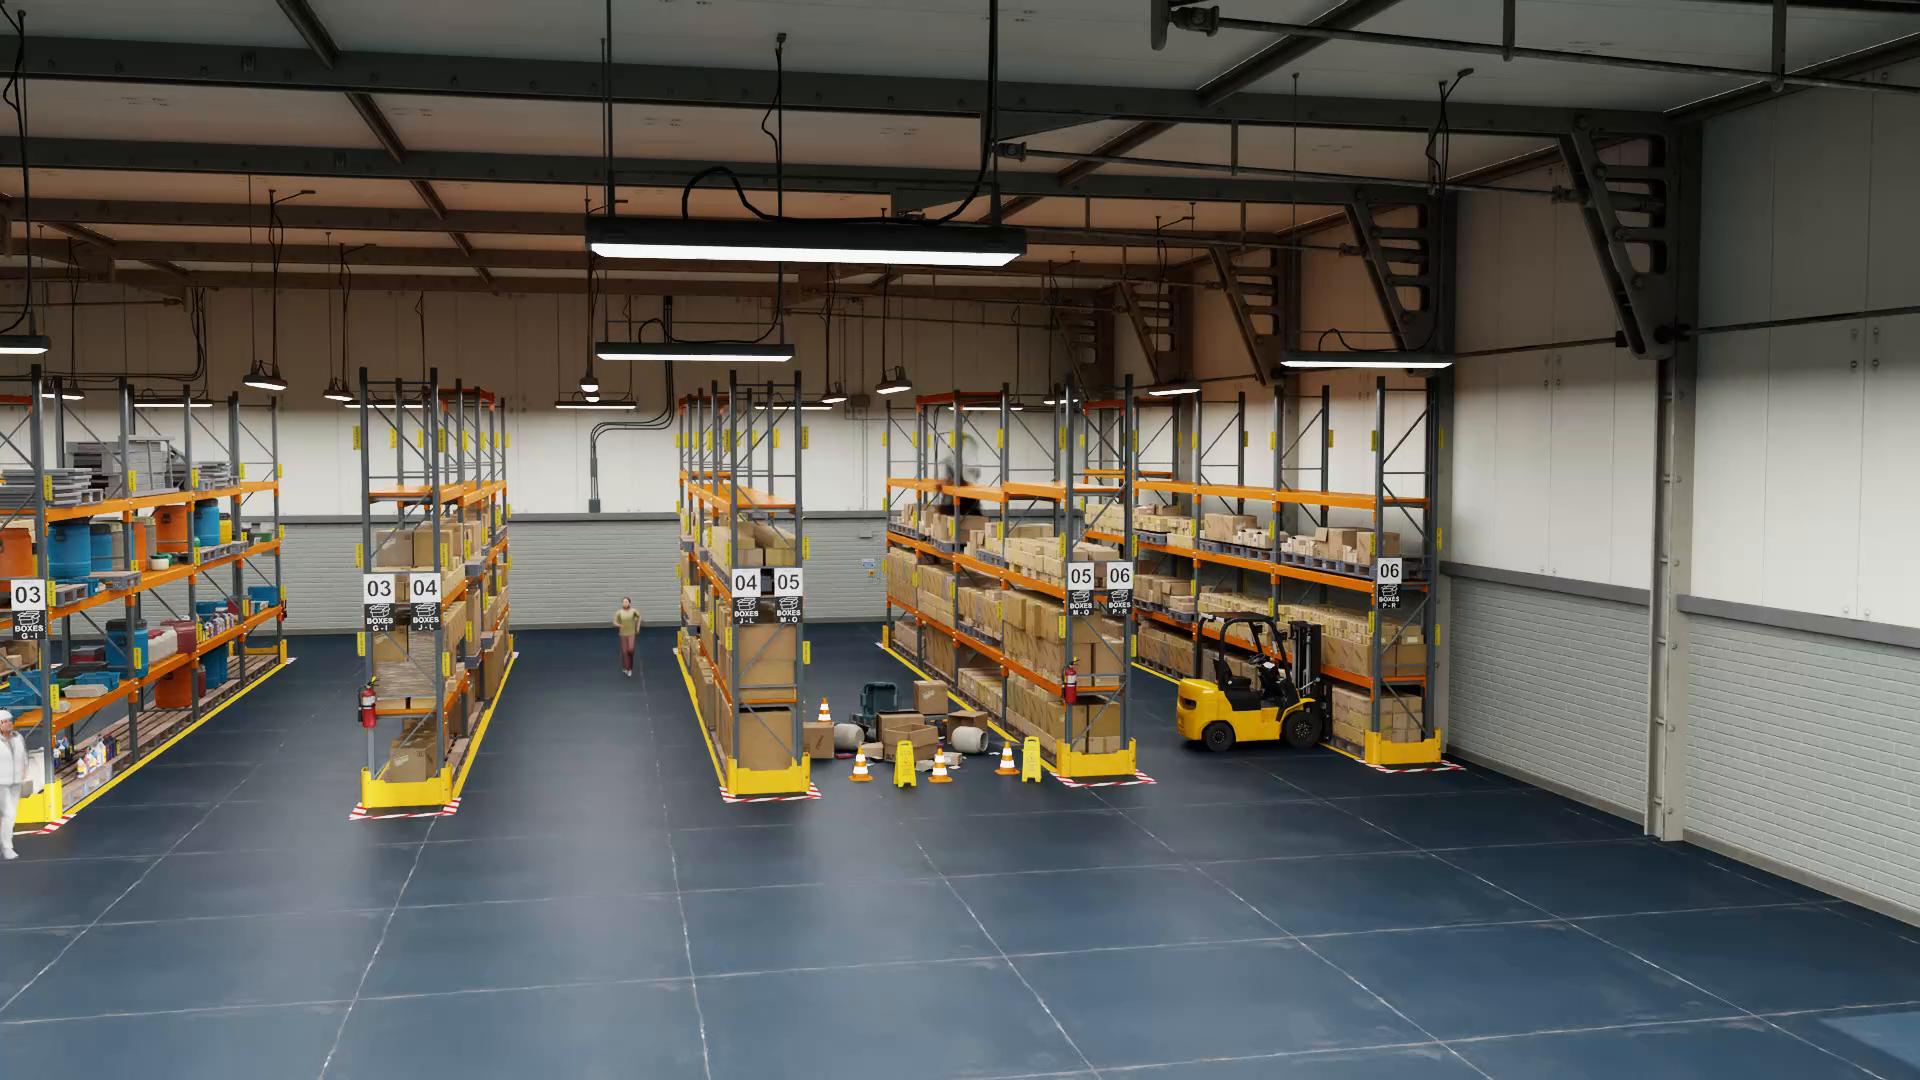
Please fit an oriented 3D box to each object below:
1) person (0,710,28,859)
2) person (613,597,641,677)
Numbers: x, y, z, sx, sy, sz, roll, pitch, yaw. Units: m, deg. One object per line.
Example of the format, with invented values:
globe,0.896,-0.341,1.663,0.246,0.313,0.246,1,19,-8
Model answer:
person,-11.636,2.938,20.144,0.747,1.789,0.665,1,4,23
person,-7.113,2.065,35.538,0.577,1.710,0.702,0,3,-5
